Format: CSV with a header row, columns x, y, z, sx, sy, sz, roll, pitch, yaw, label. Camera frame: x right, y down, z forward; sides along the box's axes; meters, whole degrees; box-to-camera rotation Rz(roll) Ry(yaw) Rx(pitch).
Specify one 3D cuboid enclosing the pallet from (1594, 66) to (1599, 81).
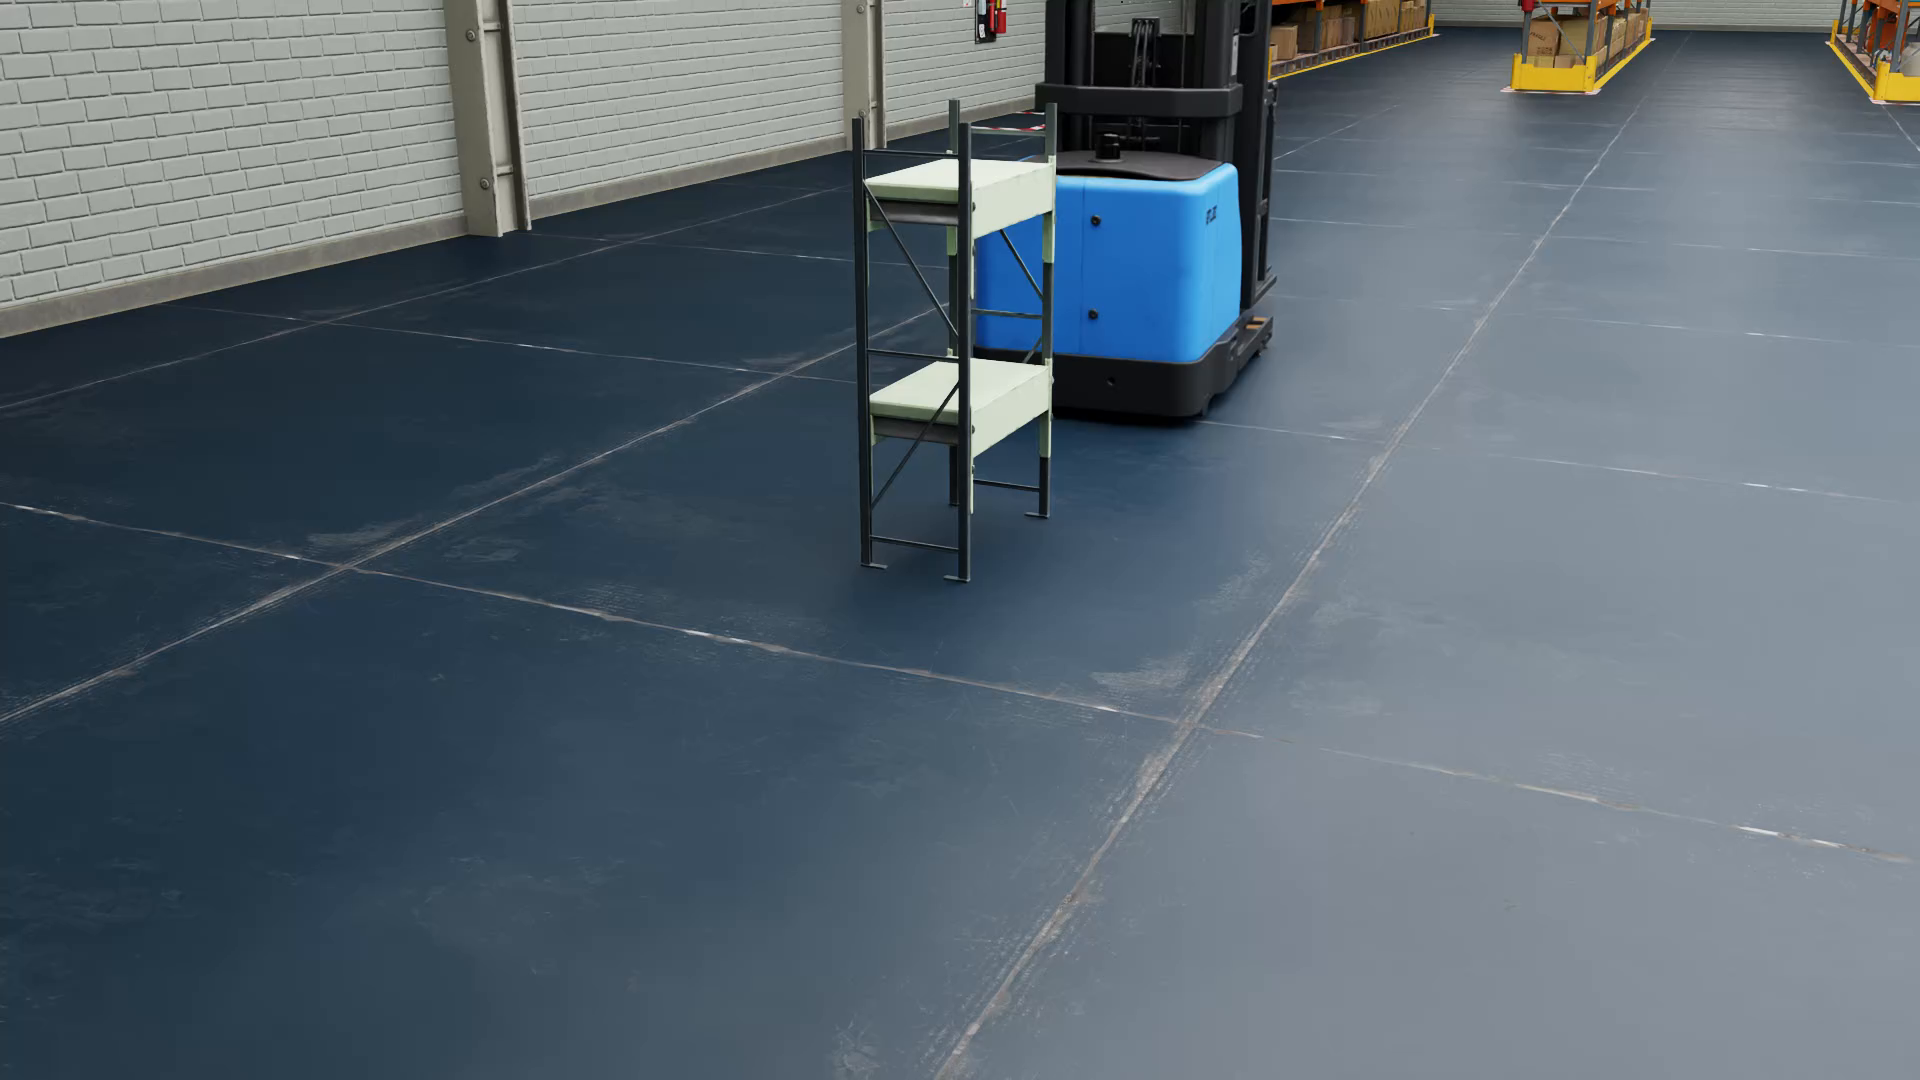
x,y,z,sx,sy,sz,roll,pitch,yaw,label
9.710,-7.516,26.788,1.003,0.211,1.213,9,21,23,pallet

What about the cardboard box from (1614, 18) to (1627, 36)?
x,y,z,sx,sy,sz,roll,pitch,yaw,label
12.220,-9.637,31.230,0.500,0.311,0.500,9,22,24,cardboard box

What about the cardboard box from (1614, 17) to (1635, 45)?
x,y,z,sx,sy,sz,roll,pitch,yaw,label
13.076,-10.107,32.987,0.500,0.500,0.500,8,21,22,cardboard box

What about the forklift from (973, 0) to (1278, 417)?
x,y,z,sx,sy,sz,roll,pitch,yaw,label
1.029,-2.378,8.280,1.130,2.935,3.031,7,21,18,forklift

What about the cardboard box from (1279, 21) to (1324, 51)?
x,y,z,sx,sy,sz,roll,pitch,yaw,label
6.337,-9.377,30.933,0.700,0.500,0.500,9,22,25,cardboard box

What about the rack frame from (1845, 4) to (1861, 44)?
x,y,z,sx,sy,sz,roll,pitch,yaw,label
18.365,-11.206,33.003,1.000,3.000,0.127,9,21,23,rack frame

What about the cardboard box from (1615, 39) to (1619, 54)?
x,y,z,sx,sy,sz,roll,pitch,yaw,label
11.592,-8.904,30.005,0.500,0.250,0.500,9,21,24,cardboard box

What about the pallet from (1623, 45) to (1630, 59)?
x,y,z,sx,sy,sz,roll,pitch,yaw,label
12.550,-9.574,32.574,1.003,0.211,1.213,9,21,23,pallet

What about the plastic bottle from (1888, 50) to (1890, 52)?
x,y,z,sx,sy,sz,roll,pitch,yaw,label
14.549,-7.534,26.074,0.061,0.283,0.133,9,21,23,plastic bottle

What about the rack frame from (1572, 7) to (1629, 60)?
x,y,z,sx,sy,sz,roll,pitch,yaw,label
12.210,-10.664,31.479,1.000,3.000,0.127,9,21,23,rack frame

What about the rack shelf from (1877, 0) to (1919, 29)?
x,y,z,sx,sy,sz,roll,pitch,yaw,label
14.270,-7.811,24.528,1.077,0.370,4.000,9,21,23,rack shelf

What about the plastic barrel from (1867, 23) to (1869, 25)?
x,y,z,sx,sy,sz,roll,pitch,yaw,label
17.524,-9.691,31.829,0.421,0.512,0.421,0,20,0,plastic barrel

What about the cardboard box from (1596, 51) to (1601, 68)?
x,y,z,sx,sy,sz,roll,pitch,yaw,label
9.972,-7.713,26.657,0.500,0.250,0.500,9,21,23,cardboard box

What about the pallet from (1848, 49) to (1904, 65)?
x,y,z,sx,sy,sz,roll,pitch,yaw,label
17.012,-8.917,30.726,1.003,0.211,1.213,9,21,23,pallet

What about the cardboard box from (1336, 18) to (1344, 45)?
x,y,z,sx,sy,sz,roll,pitch,yaw,label
7.125,-10.004,32.696,0.700,0.500,0.500,9,21,23,cardboard box

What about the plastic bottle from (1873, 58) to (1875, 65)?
x,y,z,sx,sy,sz,roll,pitch,yaw,label
14.476,-7.550,26.242,0.097,0.201,0.097,0,20,0,plastic bottle

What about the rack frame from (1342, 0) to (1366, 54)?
x,y,z,sx,sy,sz,roll,pitch,yaw,label
7.689,-11.343,33.387,1.000,3.000,0.127,9,21,23,rack frame

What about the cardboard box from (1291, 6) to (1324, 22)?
x,y,z,sx,sy,sz,roll,pitch,yaw,label
6.514,-9.865,31.188,0.500,0.250,0.500,8,21,22,cardboard box

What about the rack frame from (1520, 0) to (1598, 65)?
x,y,z,sx,sy,sz,roll,pitch,yaw,label
8.934,-8.219,24.603,1.000,3.000,0.127,9,21,23,rack frame

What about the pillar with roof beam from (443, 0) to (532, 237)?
x,y,z,sx,sy,sz,roll,pitch,yaw,label
0.467,-5.964,9.308,9.100,9.000,0.400,9,21,23,pillar with roof beam

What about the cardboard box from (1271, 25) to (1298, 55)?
x,y,z,sx,sy,sz,roll,pitch,yaw,label
5.663,-8.827,29.387,0.500,0.500,0.500,7,21,19,cardboard box

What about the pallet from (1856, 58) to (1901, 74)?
x,y,z,sx,sy,sz,roll,pitch,yaw,label
15.874,-8.067,28.336,1.003,0.211,1.213,9,21,23,pallet

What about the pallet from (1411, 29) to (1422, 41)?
x,y,z,sx,sy,sz,roll,pitch,yaw,label
10.208,-11.848,38.969,1.003,0.211,1.213,9,21,23,pallet

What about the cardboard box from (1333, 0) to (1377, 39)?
x,y,z,sx,sy,sz,roll,pitch,yaw,label
8.110,-10.735,34.259,0.750,0.750,0.750,8,21,22,cardboard box

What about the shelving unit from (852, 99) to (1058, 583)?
x,y,z,sx,sy,sz,roll,pitch,yaw,label
-0.003,-0.705,5.712,0.431,1.500,0.755,9,21,23,shelving unit

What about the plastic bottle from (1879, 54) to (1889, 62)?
x,y,z,sx,sy,sz,roll,pitch,yaw,label
13.989,-7.199,25.144,0.152,0.276,0.135,8,21,21,plastic bottle

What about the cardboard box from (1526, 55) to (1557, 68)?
x,y,z,sx,sy,sz,roll,pitch,yaw,label
8.884,-7.326,25.568,0.500,0.250,0.500,9,21,23,cardboard box

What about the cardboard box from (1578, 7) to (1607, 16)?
x,y,z,sx,sy,sz,roll,pitch,yaw,label
12.398,-10.383,32.643,0.500,0.250,0.500,9,22,25,cardboard box

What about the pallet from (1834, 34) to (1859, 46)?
x,y,z,sx,sy,sz,roll,pitch,yaw,label
19.630,-10.869,36.215,1.003,0.211,1.213,9,21,23,pallet

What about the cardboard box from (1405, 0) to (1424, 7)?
x,y,z,sx,sy,sz,roll,pitch,yaw,label
10.779,-12.744,39.463,0.380,0.149,0.250,9,22,24,cardboard box

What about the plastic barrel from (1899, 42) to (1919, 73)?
x,y,z,sx,sy,sz,roll,pitch,yaw,label
13.856,-6.929,24.061,0.421,0.512,0.421,0,20,0,plastic barrel

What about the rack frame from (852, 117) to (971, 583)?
x,y,z,sx,sy,sz,roll,pitch,yaw,label
-0.153,-0.593,5.397,0.400,1.500,0.023,9,21,23,rack frame

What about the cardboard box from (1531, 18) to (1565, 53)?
x,y,z,sx,sy,sz,roll,pitch,yaw,label
9.278,-7.987,26.308,0.500,0.500,0.500,9,21,23,cardboard box

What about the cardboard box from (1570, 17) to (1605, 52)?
x,y,z,sx,sy,sz,roll,pitch,yaw,label
9.973,-8.066,26.531,0.500,0.500,0.500,9,21,23,cardboard box

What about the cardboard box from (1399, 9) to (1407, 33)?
x,y,z,sx,sy,sz,roll,pitch,yaw,label
9.727,-11.800,37.777,0.700,0.500,0.500,9,21,23,cardboard box

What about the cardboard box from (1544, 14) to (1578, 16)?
x,y,z,sx,sy,sz,roll,pitch,yaw,label
10.096,-8.599,28.028,0.500,0.500,0.500,9,21,23,cardboard box

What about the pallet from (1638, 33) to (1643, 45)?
x,y,z,sx,sy,sz,roll,pitch,yaw,label
14.628,-11.157,37.027,1.003,0.211,1.213,9,21,23,pallet

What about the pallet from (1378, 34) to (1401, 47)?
x,y,z,sx,sy,sz,roll,pitch,yaw,label
9.080,-11.006,36.601,1.003,0.211,1.213,9,21,23,pallet

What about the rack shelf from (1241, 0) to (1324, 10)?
x,y,z,sx,sy,sz,roll,pitch,yaw,label
5.232,-9.170,28.350,1.077,0.370,4.000,9,21,23,rack shelf

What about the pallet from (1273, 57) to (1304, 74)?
x,y,z,sx,sy,sz,roll,pitch,yaw,label
5.310,-8.222,28.773,1.003,0.211,1.213,9,21,23,pallet

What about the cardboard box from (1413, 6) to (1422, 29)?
x,y,z,sx,sy,sz,roll,pitch,yaw,label
10.565,-12.428,39.542,0.700,0.500,0.500,8,21,23,cardboard box

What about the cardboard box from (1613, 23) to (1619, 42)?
x,y,z,sx,sy,sz,roll,pitch,yaw,label
11.389,-9.011,29.470,0.500,0.311,0.500,8,21,21,cardboard box

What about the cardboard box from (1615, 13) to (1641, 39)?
x,y,z,sx,sy,sz,roll,pitch,yaw,label
13.907,-10.727,34.728,0.500,0.500,0.500,8,21,22,cardboard box

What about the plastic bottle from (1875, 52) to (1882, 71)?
x,y,z,sx,sy,sz,roll,pitch,yaw,label
14.197,-7.396,25.686,0.061,0.283,0.133,10,22,25,plastic bottle

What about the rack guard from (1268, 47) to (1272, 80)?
x,y,z,sx,sy,sz,roll,pitch,yaw,label
4.444,-7.743,26.995,1.175,0.500,0.348,9,21,23,rack guard

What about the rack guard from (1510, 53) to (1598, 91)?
x,y,z,sx,sy,sz,roll,pitch,yaw,label
8.924,-7.034,25.001,1.175,0.500,0.348,9,21,23,rack guard
